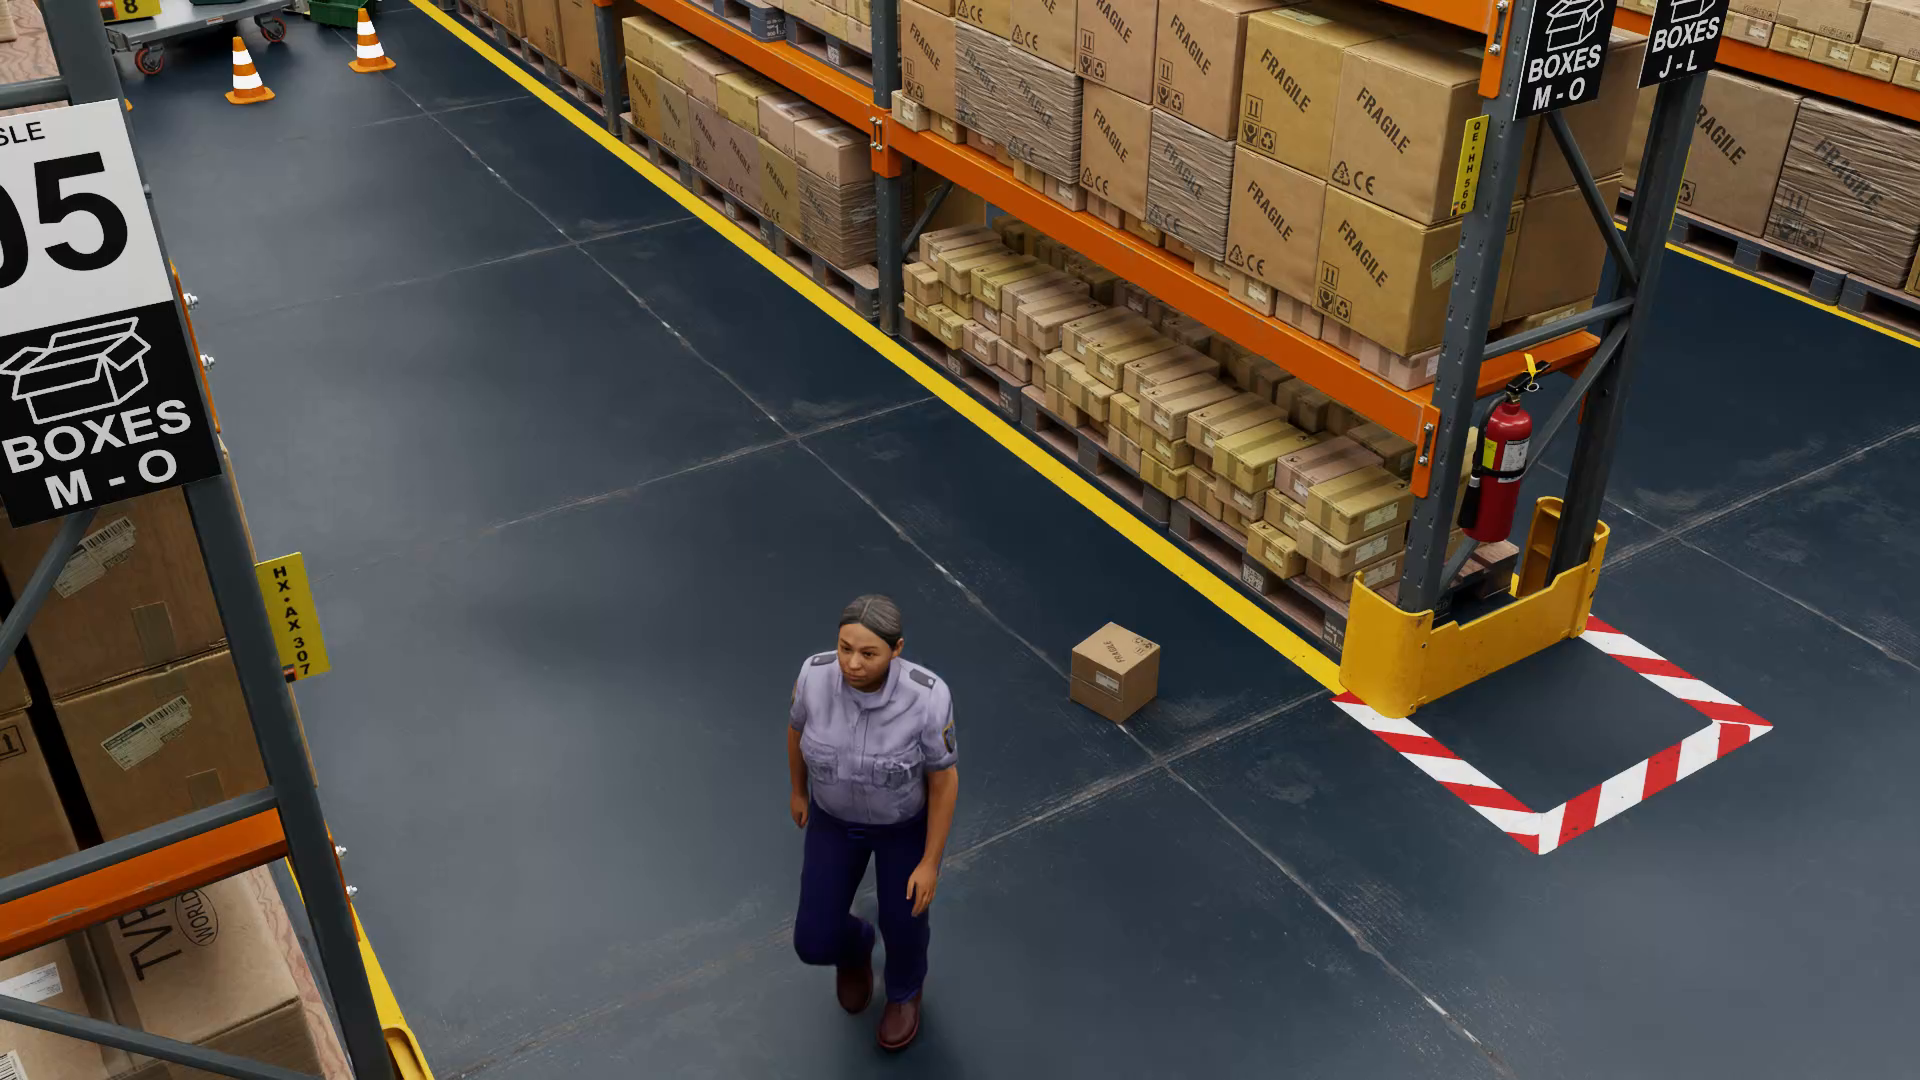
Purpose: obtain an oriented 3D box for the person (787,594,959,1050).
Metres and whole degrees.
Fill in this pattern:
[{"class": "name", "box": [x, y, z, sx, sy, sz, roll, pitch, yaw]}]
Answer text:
[{"class": "person", "box": [-0.264, 0.844, 4.819, 0.540, 1.648, 0.446, 6, 33, 9]}]
